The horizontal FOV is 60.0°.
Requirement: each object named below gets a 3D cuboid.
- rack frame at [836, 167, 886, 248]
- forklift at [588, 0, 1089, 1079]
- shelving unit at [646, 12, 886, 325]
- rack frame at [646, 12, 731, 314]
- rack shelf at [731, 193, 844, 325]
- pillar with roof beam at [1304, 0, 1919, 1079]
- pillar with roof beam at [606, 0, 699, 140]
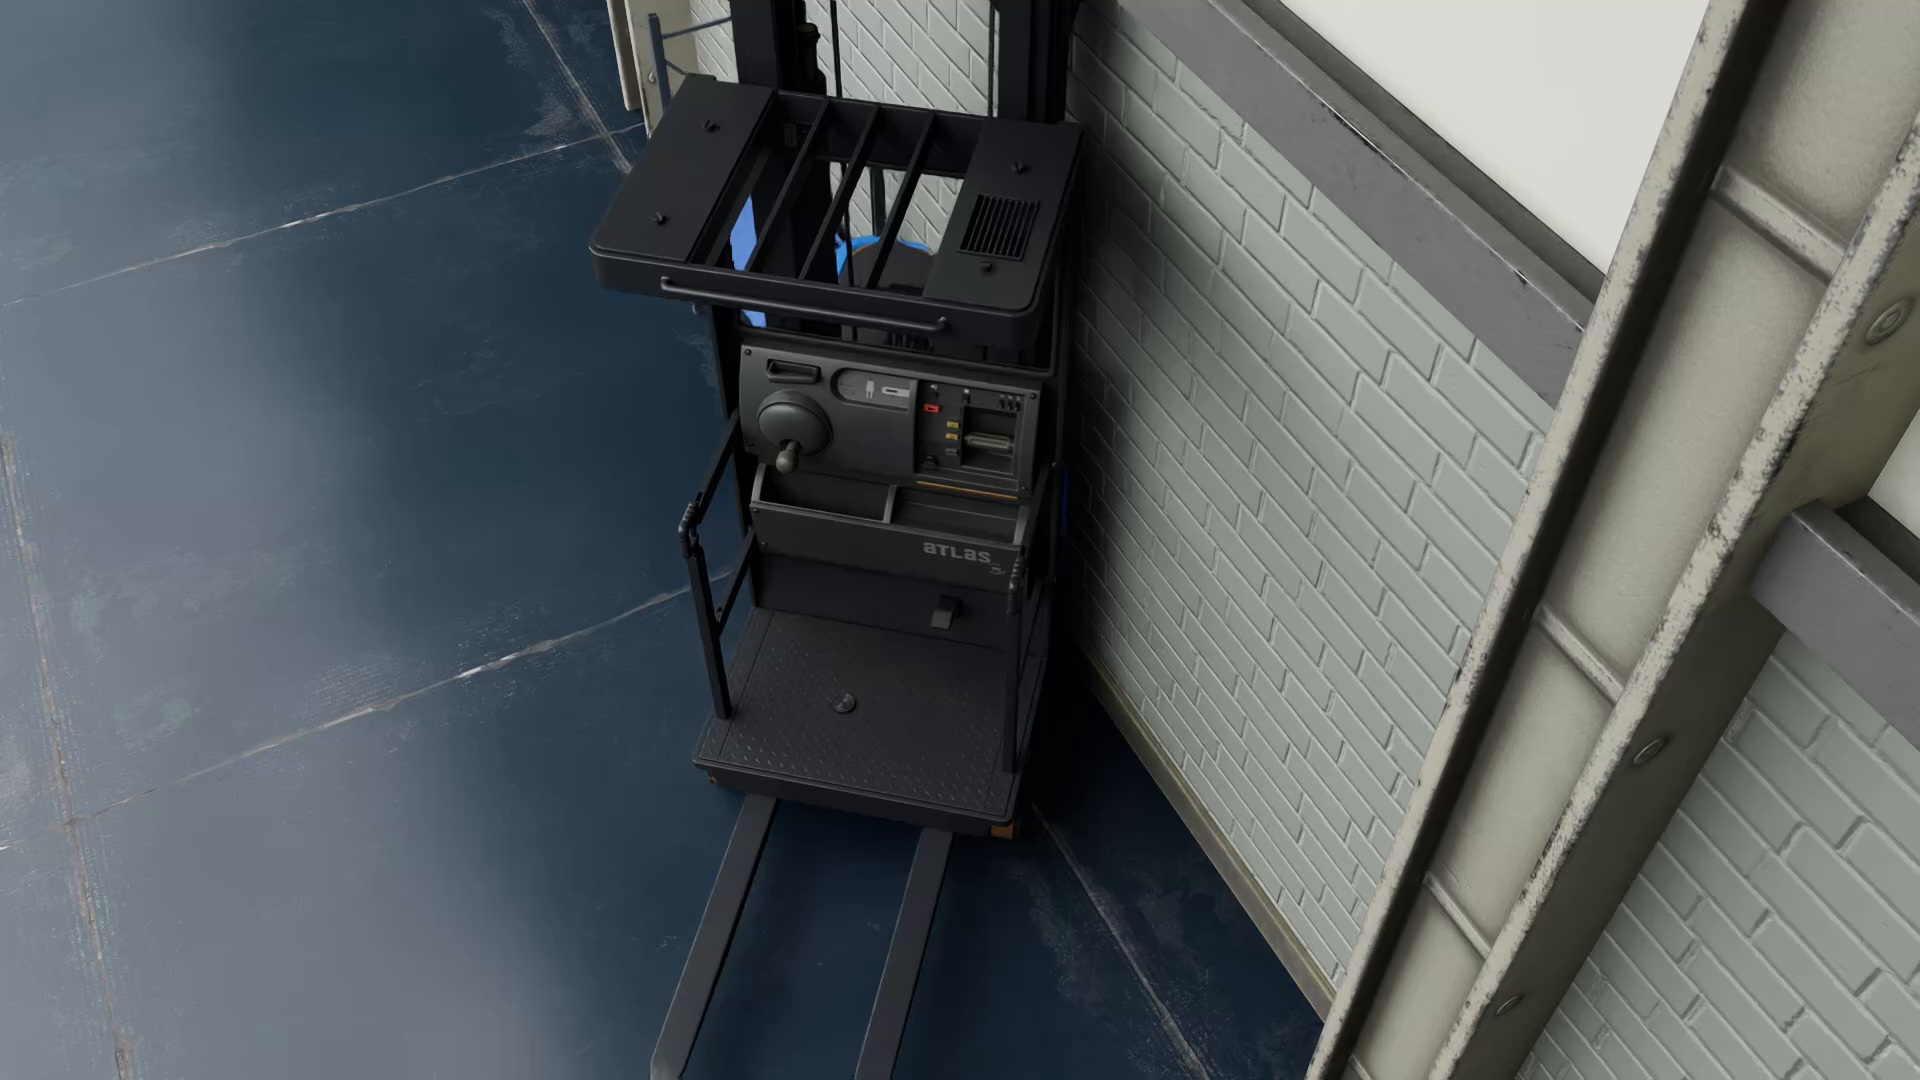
[{"bbox_3d":[-0.510,-0.939,6.467,0.500,1.500,0.032,-22,52,-18],"label":"rack frame"},{"bbox_3d":[-0.263,-0.255,4.919,1.130,2.935,3.031,10,50,8],"label":"forklift"},{"bbox_3d":[-0.749,-1.277,6.763,0.538,1.500,1.048,-22,52,-18],"label":"shelving unit"},{"bbox_3d":[-0.987,-1.615,7.058,0.500,1.500,0.032,-22,52,-18],"label":"rack frame"},{"bbox_3d":[-0.749,-1.158,6.898,0.538,0.185,1.000,-22,52,-18],"label":"rack shelf"},{"bbox_3d":[-2.591,0.364,0.346,9.100,9.000,0.400,-21,52,-18],"label":"pillar with roof beam"},{"bbox_3d":[-5.337,-3.652,3.858,9.100,9.000,0.400,-21,52,-18],"label":"pillar with roof beam"}]
